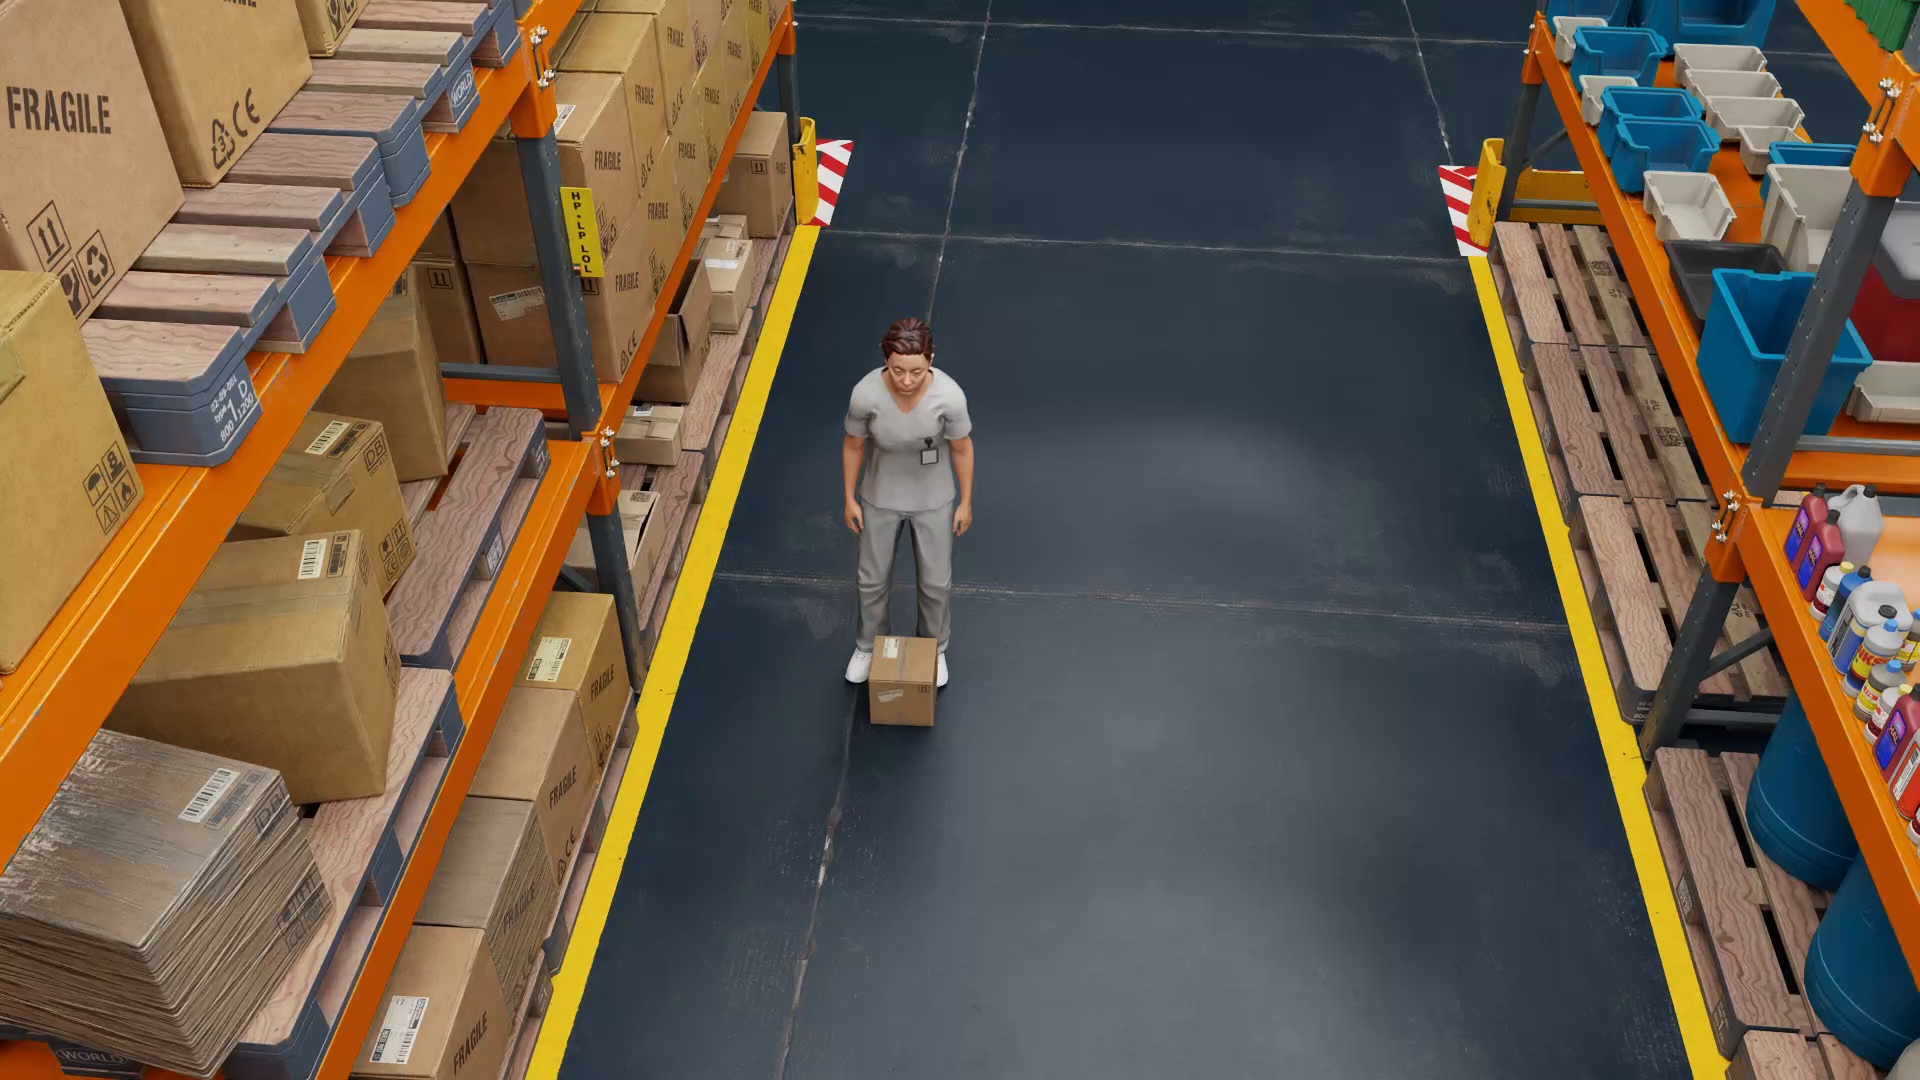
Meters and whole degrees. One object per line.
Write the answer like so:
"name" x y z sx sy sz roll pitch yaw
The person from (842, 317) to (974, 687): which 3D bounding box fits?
"person" -0.205 -0.142 6.325 0.513 1.673 0.358 1 40 2
